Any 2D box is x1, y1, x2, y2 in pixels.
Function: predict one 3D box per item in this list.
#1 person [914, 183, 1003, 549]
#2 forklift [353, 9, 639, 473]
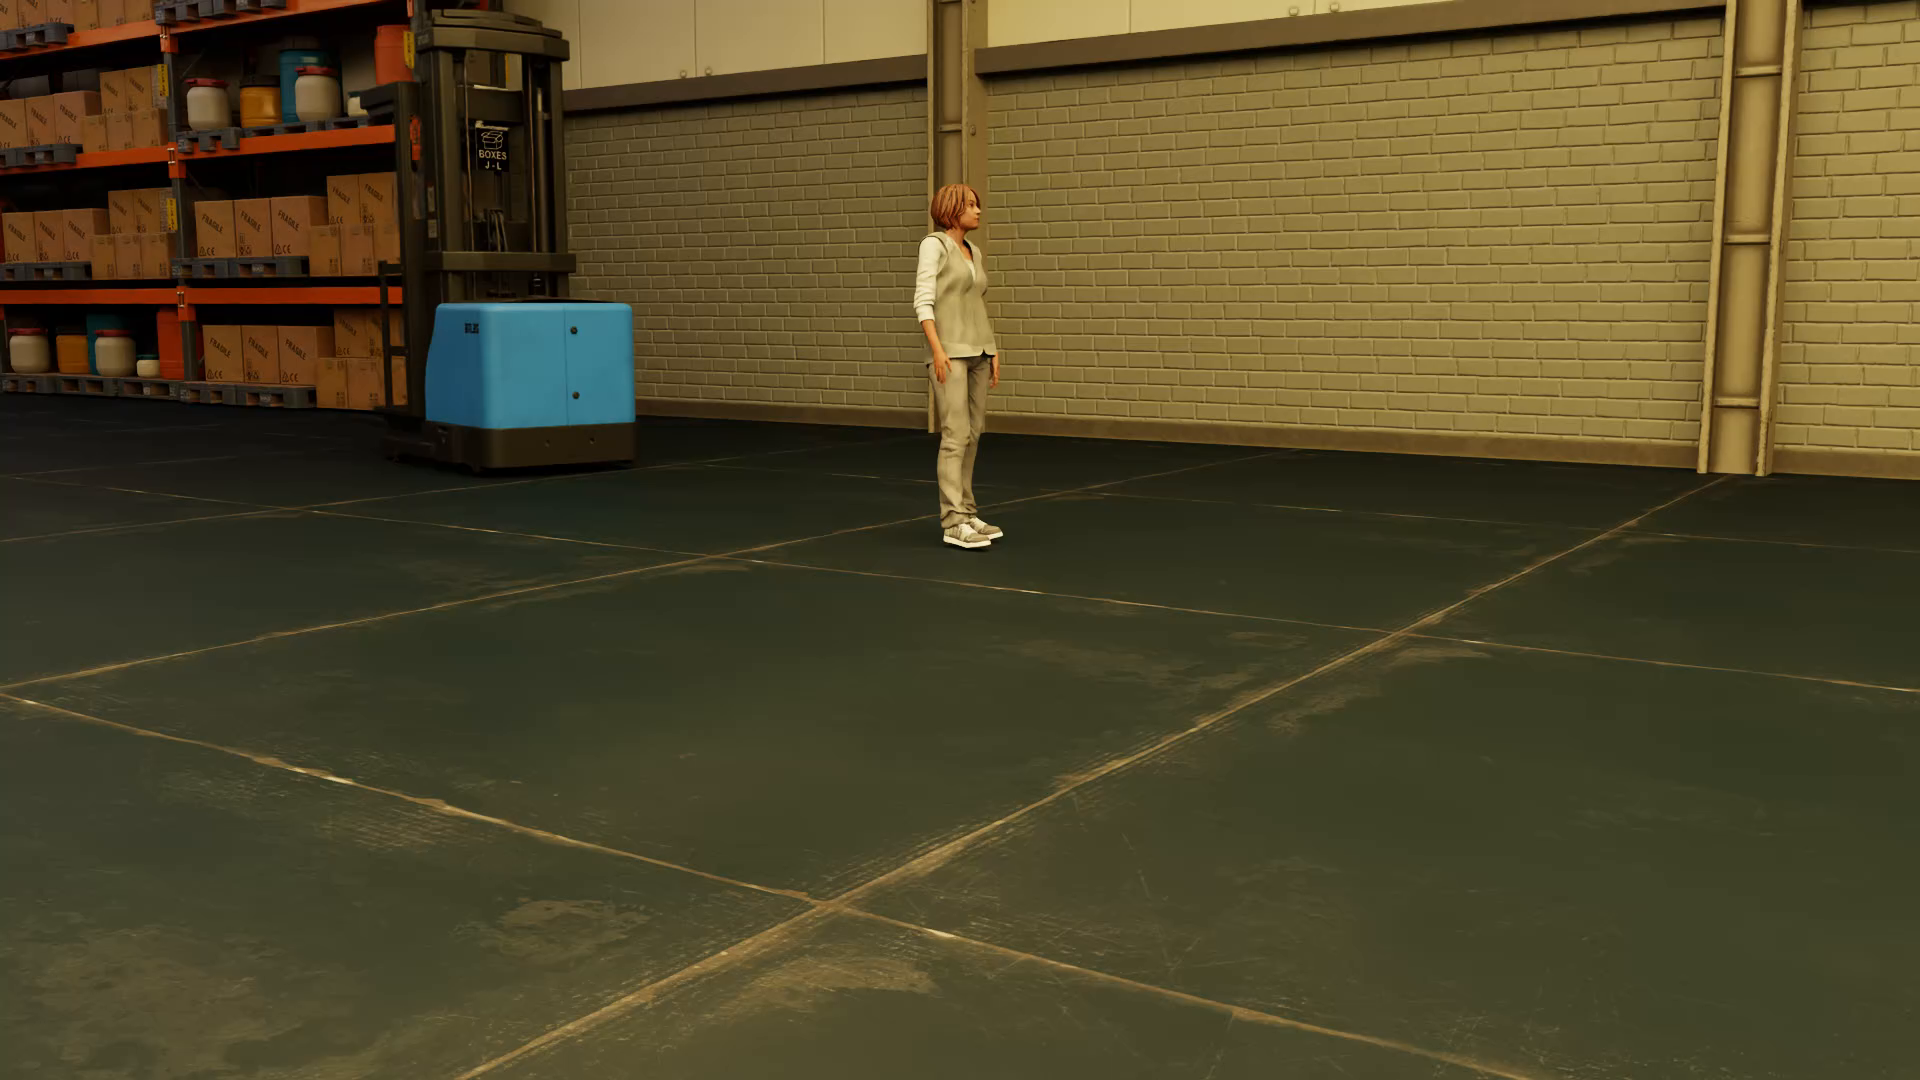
[{"bbox_3d":[0.053,-0.791,7.438,0.475,1.597,0.520,5,10,34],"label":"person"},{"bbox_3d":[-3.391,-2.026,11.440,1.130,2.935,3.031,-6,10,-38],"label":"forklift"}]
